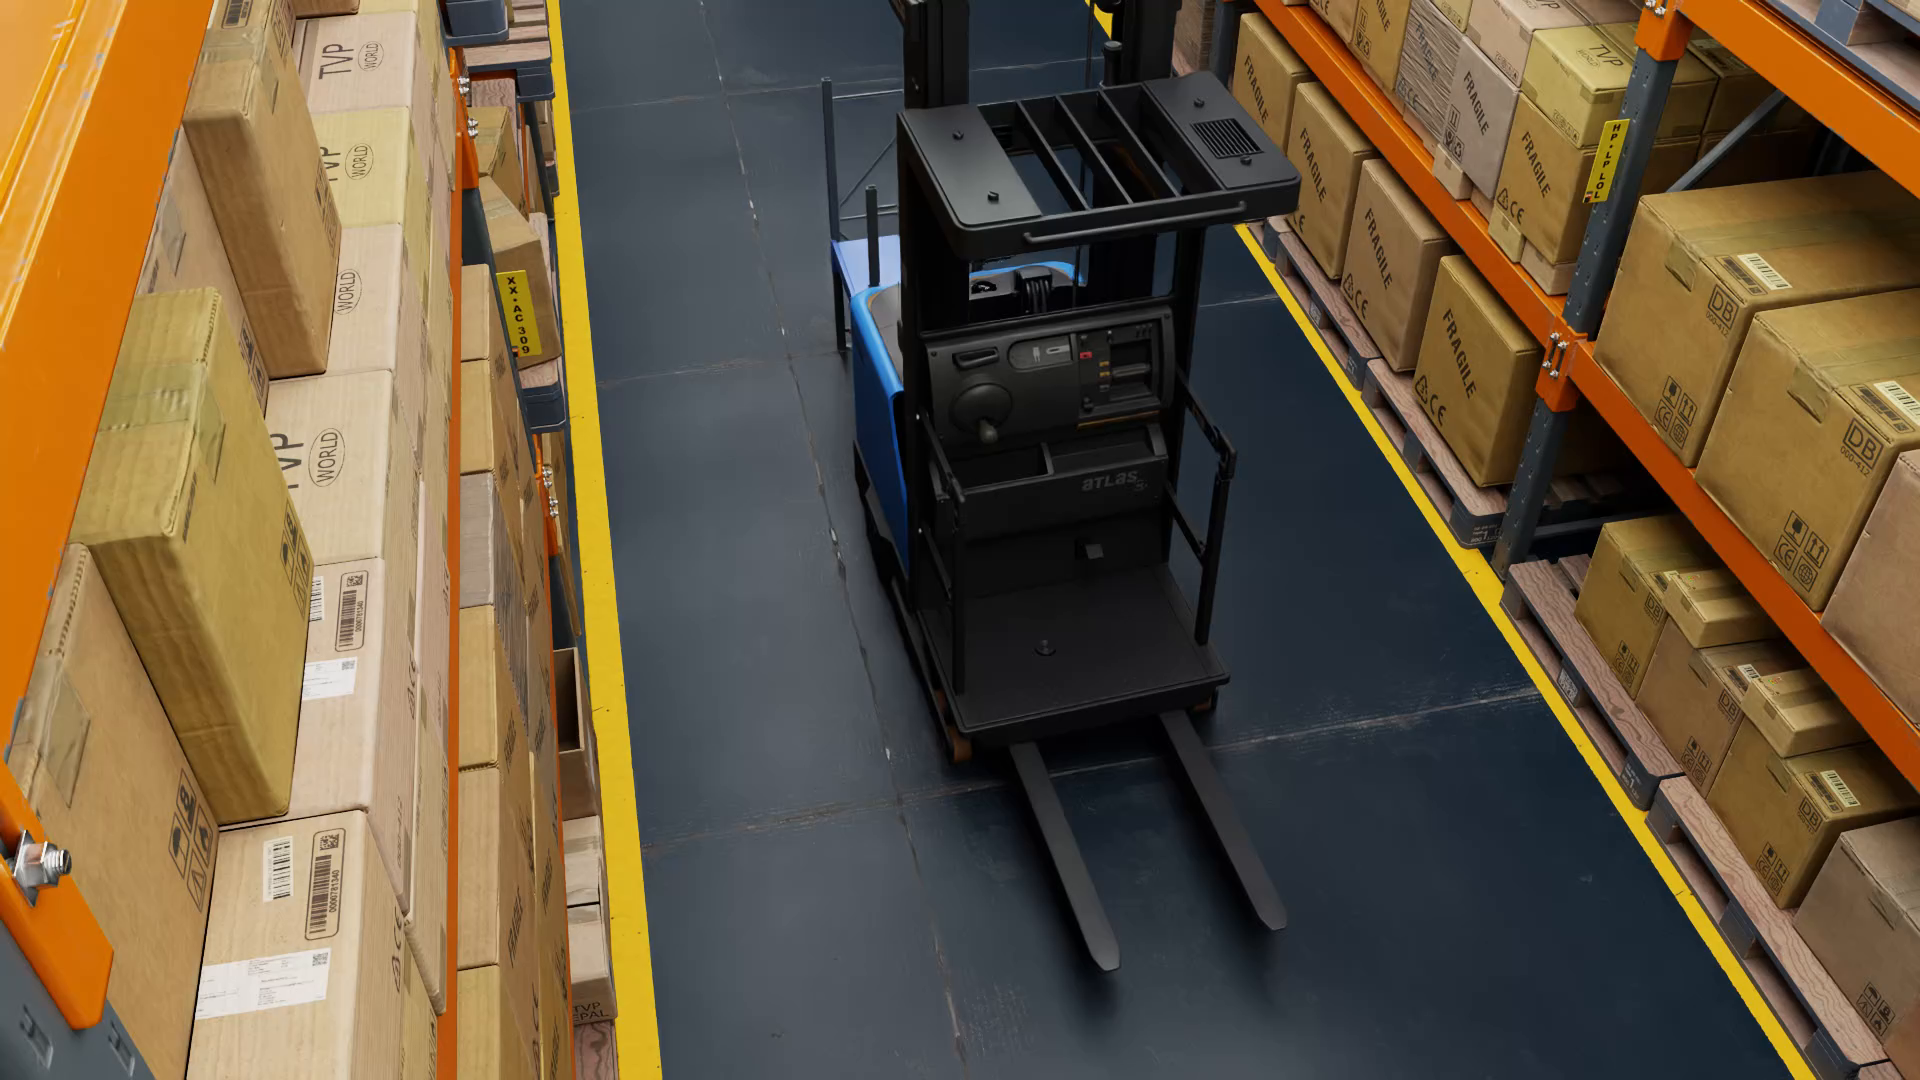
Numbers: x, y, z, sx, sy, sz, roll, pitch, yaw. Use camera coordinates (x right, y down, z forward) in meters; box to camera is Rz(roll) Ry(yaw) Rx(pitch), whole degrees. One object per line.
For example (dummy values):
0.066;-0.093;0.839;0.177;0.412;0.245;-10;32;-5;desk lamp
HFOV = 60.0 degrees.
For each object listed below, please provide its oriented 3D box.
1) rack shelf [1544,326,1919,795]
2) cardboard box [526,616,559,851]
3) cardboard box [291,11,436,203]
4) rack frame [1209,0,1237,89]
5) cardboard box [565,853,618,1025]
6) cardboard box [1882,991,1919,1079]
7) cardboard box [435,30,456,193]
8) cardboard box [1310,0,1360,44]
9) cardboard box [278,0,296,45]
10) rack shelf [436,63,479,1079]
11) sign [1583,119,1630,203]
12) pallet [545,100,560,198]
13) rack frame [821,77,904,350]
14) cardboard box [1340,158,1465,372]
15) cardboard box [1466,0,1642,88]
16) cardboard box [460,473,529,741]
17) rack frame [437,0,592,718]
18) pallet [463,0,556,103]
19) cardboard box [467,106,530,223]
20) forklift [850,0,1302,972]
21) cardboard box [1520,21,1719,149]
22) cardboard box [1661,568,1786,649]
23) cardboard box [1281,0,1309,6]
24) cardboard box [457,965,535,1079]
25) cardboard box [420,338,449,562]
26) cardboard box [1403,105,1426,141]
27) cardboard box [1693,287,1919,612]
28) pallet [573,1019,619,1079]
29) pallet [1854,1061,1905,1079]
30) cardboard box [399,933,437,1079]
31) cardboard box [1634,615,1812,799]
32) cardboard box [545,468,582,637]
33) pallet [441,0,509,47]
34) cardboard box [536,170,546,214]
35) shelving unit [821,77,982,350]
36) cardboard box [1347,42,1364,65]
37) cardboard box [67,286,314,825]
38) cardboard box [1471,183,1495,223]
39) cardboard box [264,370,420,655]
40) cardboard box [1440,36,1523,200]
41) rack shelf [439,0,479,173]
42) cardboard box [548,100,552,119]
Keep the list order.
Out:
3.292;0.521;5.227;1.077;0.370;4.000;-8;42;-9;rack shelf
-1.391;0.584;4.539;0.500;0.500;0.500;-7;42;-8;cardboard box
-1.501;-0.984;3.857;0.500;0.250;0.500;-8;42;-9;cardboard box
1.997;-3.637;9.370;1.000;3.000;0.127;-8;42;-9;rack frame
-1.414;1.324;5.475;0.500;0.311;0.500;-8;42;-9;cardboard box
3.367;1.563;5.079;0.700;0.500;0.500;-8;42;-9;cardboard box
-1.611;-1.121;4.388;0.500;0.250;0.500;-8;42;-9;cardboard box
2.062;-2.779;8.089;0.500;0.500;0.500;-9;42;-9;cardboard box
-1.864;-1.211;3.548;0.700;0.500;0.500;-8;42;-9;cardboard box
-1.544;0.112;3.429;1.077;0.370;4.000;-8;42;-9;rack shelf
2.333;-1.364;5.996;0.100;0.325;0.005;-8;42;-9;sign
-2.979;-2.421;10.100;1.003;0.211;1.213;-8;42;-9;pallet
-0.395;-1.601;8.205;0.500;1.500;0.032;-9;42;-10;rack frame
2.399;-1.376;8.125;0.750;0.750;0.750;-7;42;-8;cardboard box
2.409;-2.080;6.736;0.500;0.250;0.500;-7;42;-8;cardboard box
-1.392;0.206;4.212;0.500;0.500;0.500;-8;42;-9;cardboard box
-1.976;-0.332;5.646;1.000;3.000;0.127;-8;42;-9;rack frame
-2.624;-2.424;8.147;1.213;0.211;1.003;-8;42;-9;pallet
-2.070;-1.302;6.348;0.700;0.500;0.500;-2;42;-2;cardboard box
0.398;-0.511;5.899;1.130;2.935;3.031;-10;43;-12;forklift
2.510;-1.747;6.361;0.500;0.250;0.500;-7;42;-8;cardboard box
2.818;0.238;6.082;0.380;0.149;0.250;-7;42;-8;cardboard box
1.863;-2.955;8.775;0.380;0.149;0.250;-7;42;-8;cardboard box
-1.071;1.186;3.107;0.500;0.500;0.500;-8;42;-9;cardboard box
-1.294;-0.147;3.292;0.500;0.250;0.500;-8;42;-9;cardboard box
2.280;-1.966;7.661;0.380;0.149;0.250;-9;42;-10;cardboard box
3.114;-0.329;5.416;0.980;0.700;0.700;-9;42;-10;cardboard box
-1.562;1.949;5.178;1.003;0.211;1.213;-8;42;-9;pallet
3.475;2.084;5.025;1.003;0.211;1.213;-8;42;-9;pallet
-0.975;0.826;2.196;0.500;0.250;0.500;-8;42;-9;cardboard box
3.027;0.559;6.209;0.700;0.500;0.500;-9;42;-10;cardboard box
-1.842;0.090;6.723;0.500;0.500;0.500;-10;43;-11;cardboard box
-2.048;-1.816;5.200;1.213;0.211;1.003;-8;42;-9;pallet
-2.408;-1.582;8.606;0.500;0.500;0.500;-7;42;-8;cardboard box
-0.272;-1.273;7.836;0.538;1.500;1.048;-9;42;-10;shelving unit
2.147;-2.474;8.234;0.380;0.149;0.250;-8;42;-9;cardboard box
-1.264;0.061;2.116;0.700;0.500;0.500;-8;42;-9;cardboard box
2.422;-1.471;7.103;0.380;0.149;0.250;-7;42;-8;cardboard box
-1.184;-0.011;2.761;0.500;0.250;0.500;-8;42;-9;cardboard box
2.395;-1.793;6.977;0.500;0.500;0.500;-8;42;-9;cardboard box
-2.407;-2.481;6.350;1.077;0.370;4.000;-8;42;-9;rack shelf
-2.775;-2.761;10.137;0.500;0.250;0.500;-9;42;-10;cardboard box
